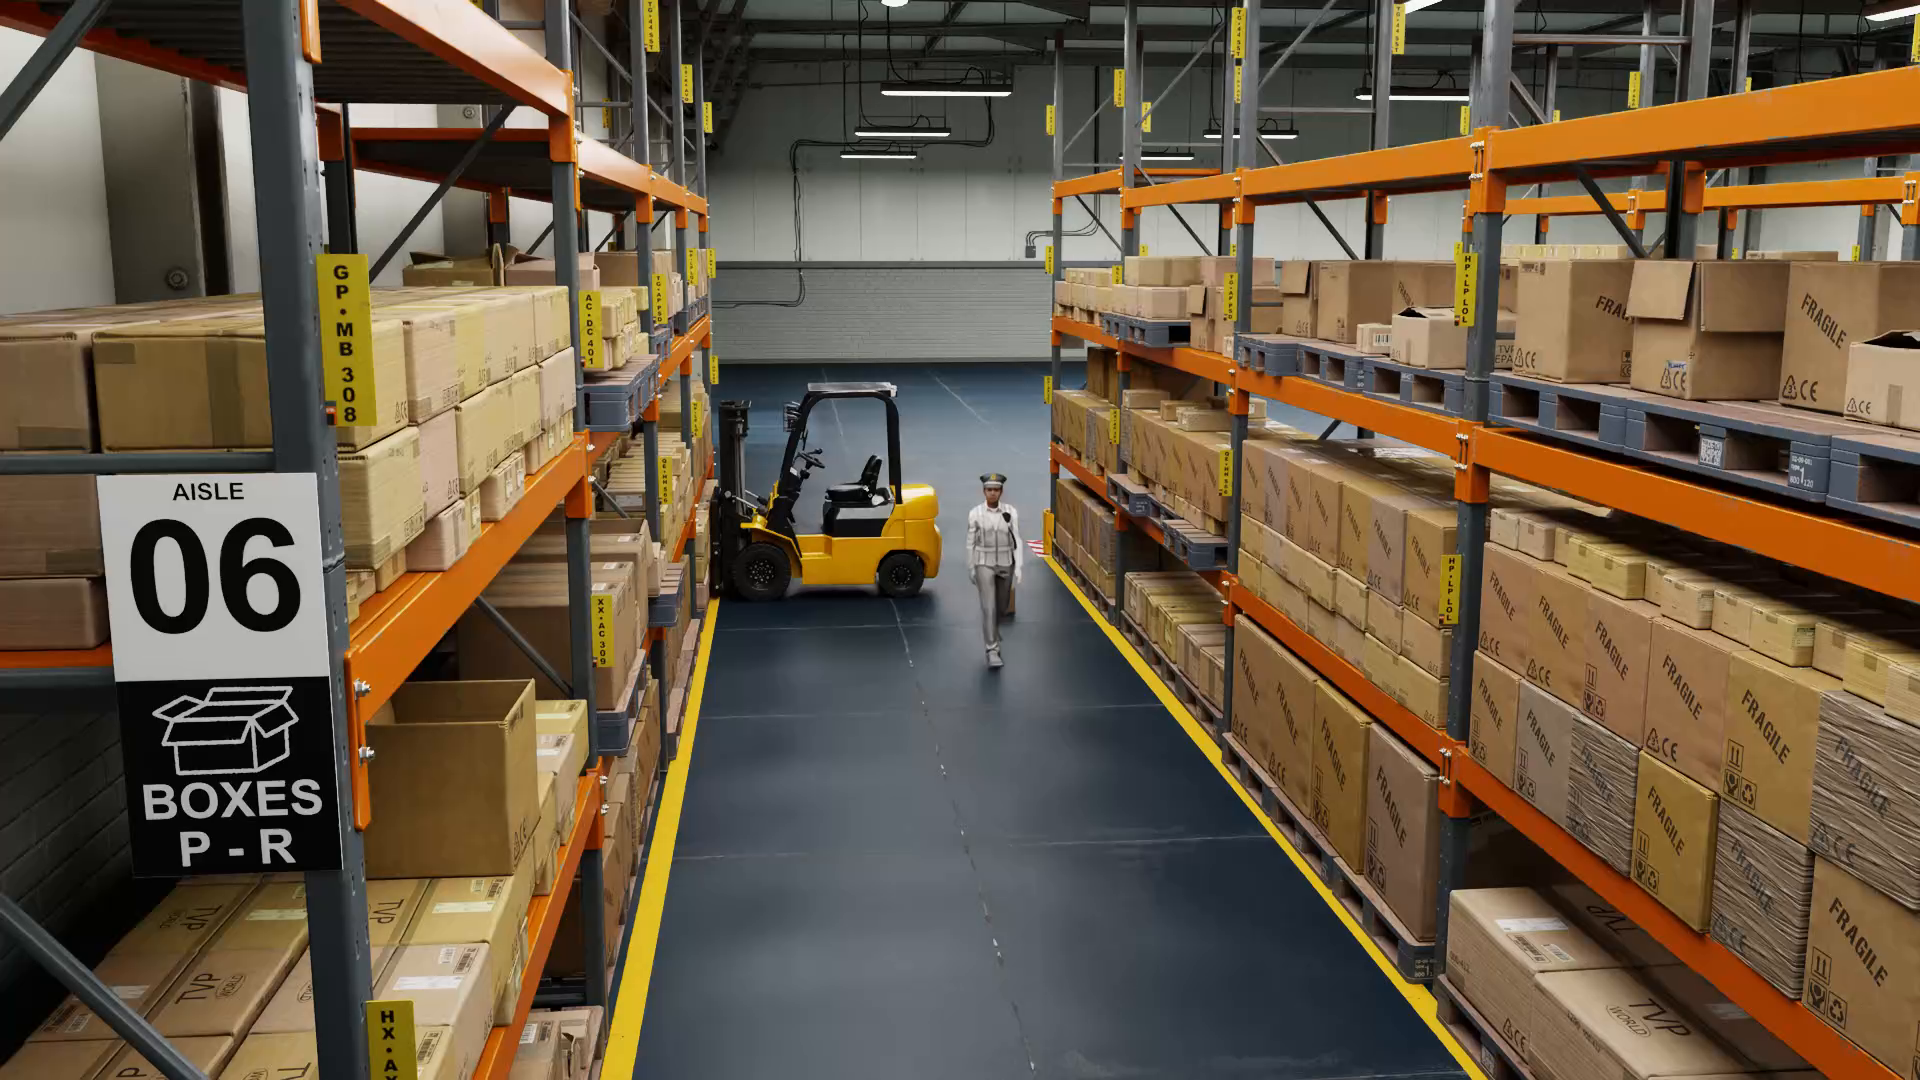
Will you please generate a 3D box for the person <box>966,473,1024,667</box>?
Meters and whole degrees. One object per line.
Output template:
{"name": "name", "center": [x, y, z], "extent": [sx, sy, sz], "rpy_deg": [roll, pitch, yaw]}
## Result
{"name": "person", "center": [0.304, 0.216, 14.569], "extent": [0.479, 1.639, 0.993], "rpy_deg": [-2, 10, -12]}
